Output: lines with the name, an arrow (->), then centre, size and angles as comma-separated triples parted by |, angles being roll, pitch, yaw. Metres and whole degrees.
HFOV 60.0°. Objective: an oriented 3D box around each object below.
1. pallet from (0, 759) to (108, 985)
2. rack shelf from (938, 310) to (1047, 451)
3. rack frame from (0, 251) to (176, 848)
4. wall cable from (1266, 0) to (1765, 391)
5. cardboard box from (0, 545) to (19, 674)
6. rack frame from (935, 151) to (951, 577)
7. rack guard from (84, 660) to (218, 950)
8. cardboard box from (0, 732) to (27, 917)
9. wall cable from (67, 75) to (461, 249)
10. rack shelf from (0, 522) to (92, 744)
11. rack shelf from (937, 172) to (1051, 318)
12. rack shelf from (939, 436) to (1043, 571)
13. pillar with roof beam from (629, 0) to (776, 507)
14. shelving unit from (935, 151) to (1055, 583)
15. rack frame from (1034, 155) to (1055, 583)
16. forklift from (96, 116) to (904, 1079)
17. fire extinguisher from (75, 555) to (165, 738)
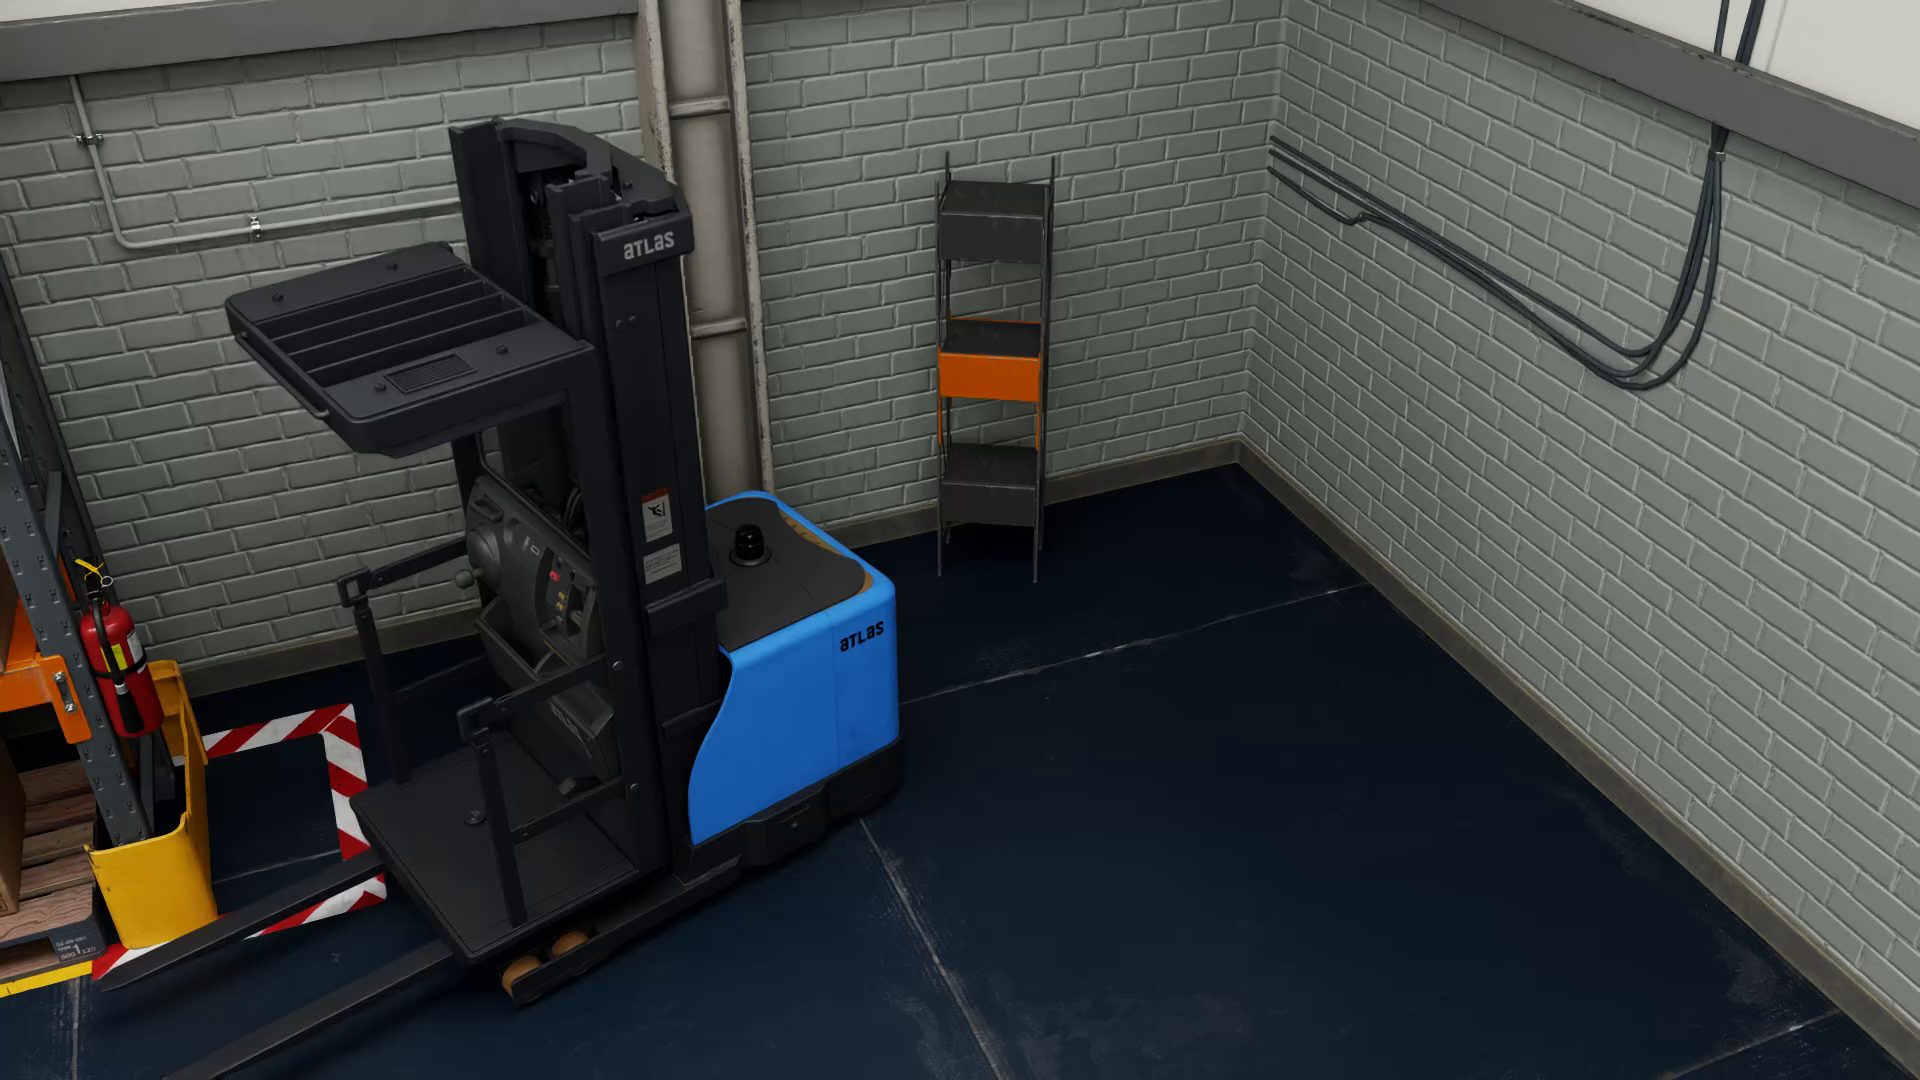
pallet -> -3.988, 1.370, 6.451 | 1.213, 0.211, 1.003 | -13, 35, -19
rack shelf -> 0.162, -0.774, 8.039 | 0.480, 0.518, 0.431 | 4, 33, 6
rack frame -> -3.281, -0.007, 6.010 | 0.127, 3.000, 1.000 | -13, 35, -19
wall cable -> 2.073, -2.234, 6.780 | 0.112, 2.526, 3.097 | -13, 35, -19
cardboard box -> -3.747, -0.020, 5.755 | 0.700, 0.700, 0.980 | -11, 35, -17
rack frame -> -0.080, -0.802, 8.057 | 0.015, 2.100, 0.400 | 4, 33, 6
rack guard -> -3.258, 1.036, 6.700 | 0.348, 0.500, 1.175 | -13, 35, -19
cardboard box -> -3.887, 1.063, 6.273 | 0.500, 0.500, 0.700 | -13, 35, -19
wall cable -> -2.466, -1.179, 6.880 | 1.851, 1.984, 0.084 | -13, 35, -19
rack shelf -> -5.125, 0.717, 5.557 | 4.000, 0.370, 1.077 | -13, 35, -19
rack shelf -> 0.162, -1.361, 7.657 | 0.480, 0.518, 0.431 | 4, 33, 6
rack shelf -> 0.162, -0.187, 8.421 | 0.480, 0.518, 0.431 | 4, 33, 6
pillar with roof beam -> 0.541, -1.362, 2.592 | 0.400, 9.000, 9.100 | -13, 35, -19
shelving unit -> 0.162, -0.785, 8.032 | 0.503, 2.100, 0.431 | 4, 33, 6
rack frame -> 0.404, -0.769, 8.007 | 0.015, 2.100, 0.400 | 4, 33, 6
forklift -> -1.697, 0.148, 5.834 | 3.031, 2.935, 1.130 | -24, 40, -32
fire extinguisher -> -2.963, 0.382, 5.825 | 0.183, 0.674, 0.296 | -13, 35, -19
